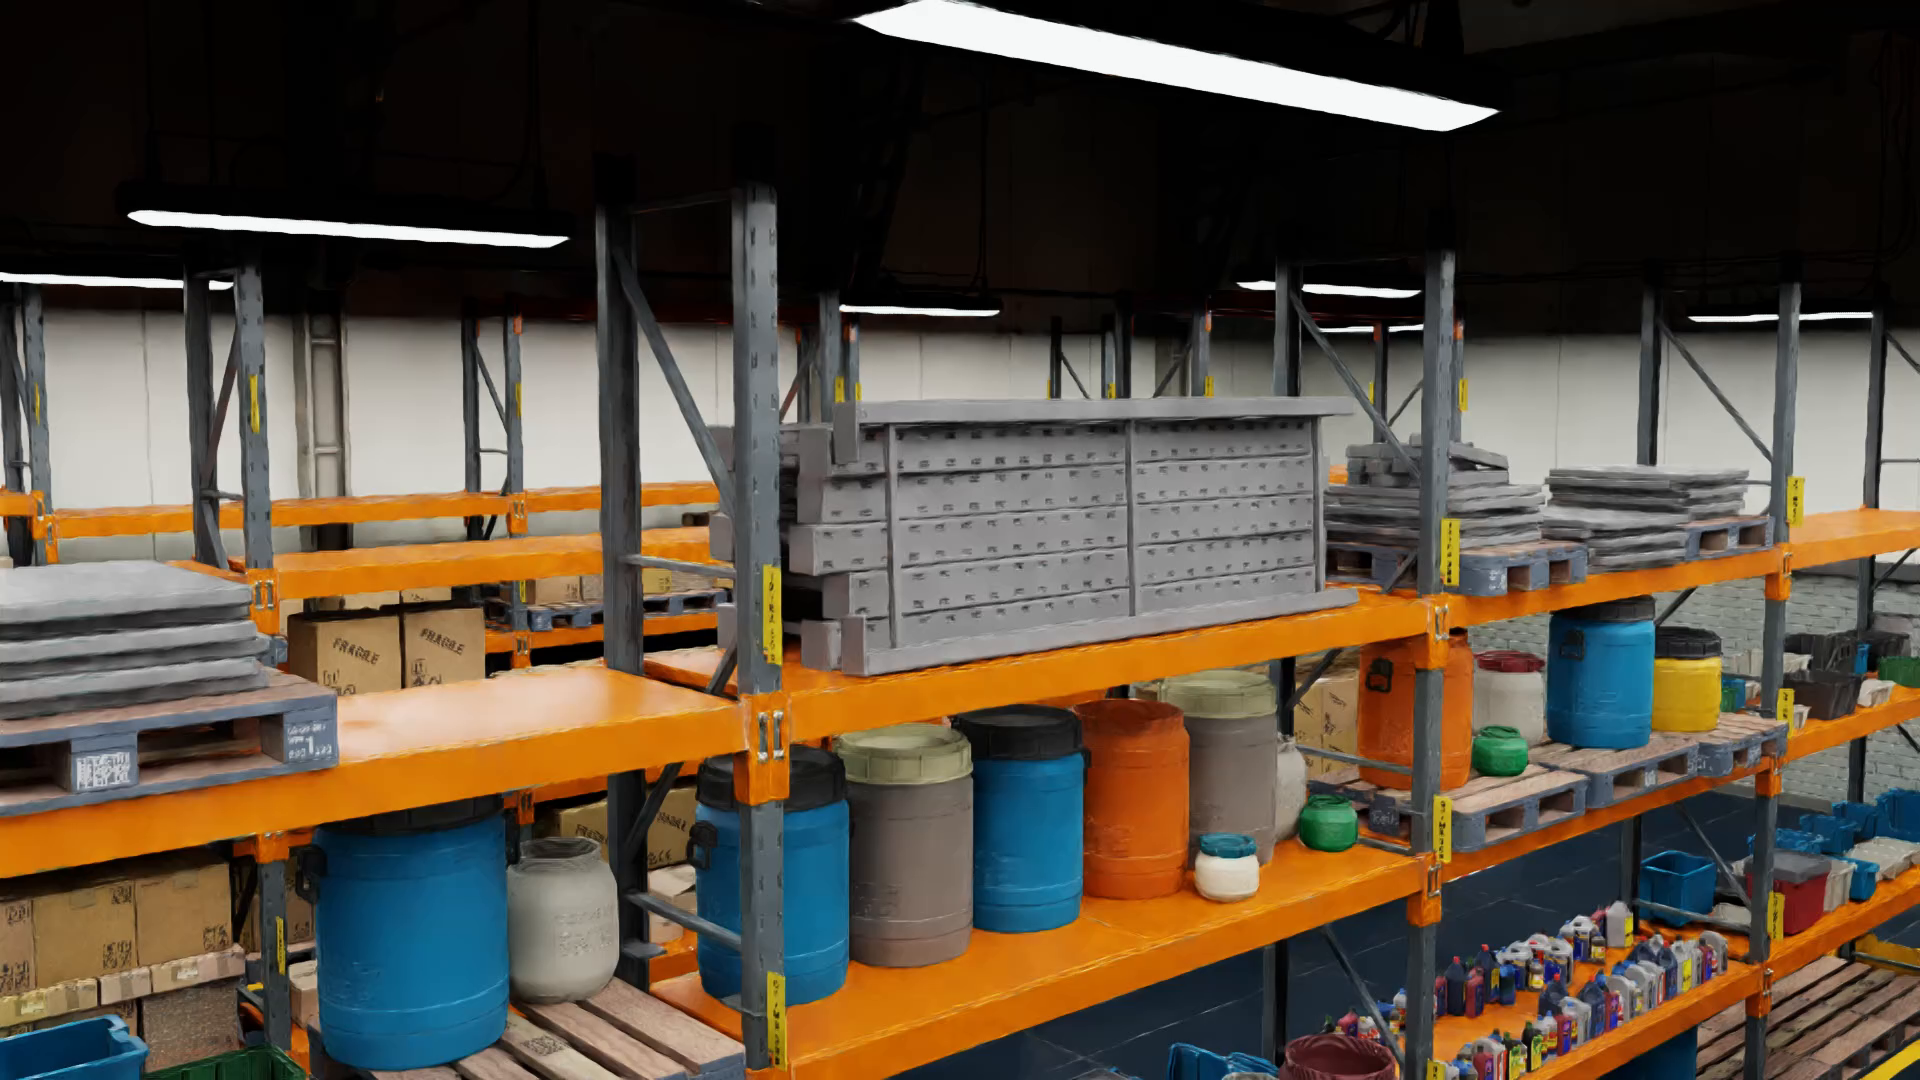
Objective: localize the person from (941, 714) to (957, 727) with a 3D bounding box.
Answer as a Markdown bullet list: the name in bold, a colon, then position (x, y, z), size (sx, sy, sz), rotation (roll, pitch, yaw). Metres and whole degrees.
- **person**: position (-0.089, 2.632, 18.178), size (1.097, 1.585, 0.451), rotation (-5, 7, -42)
